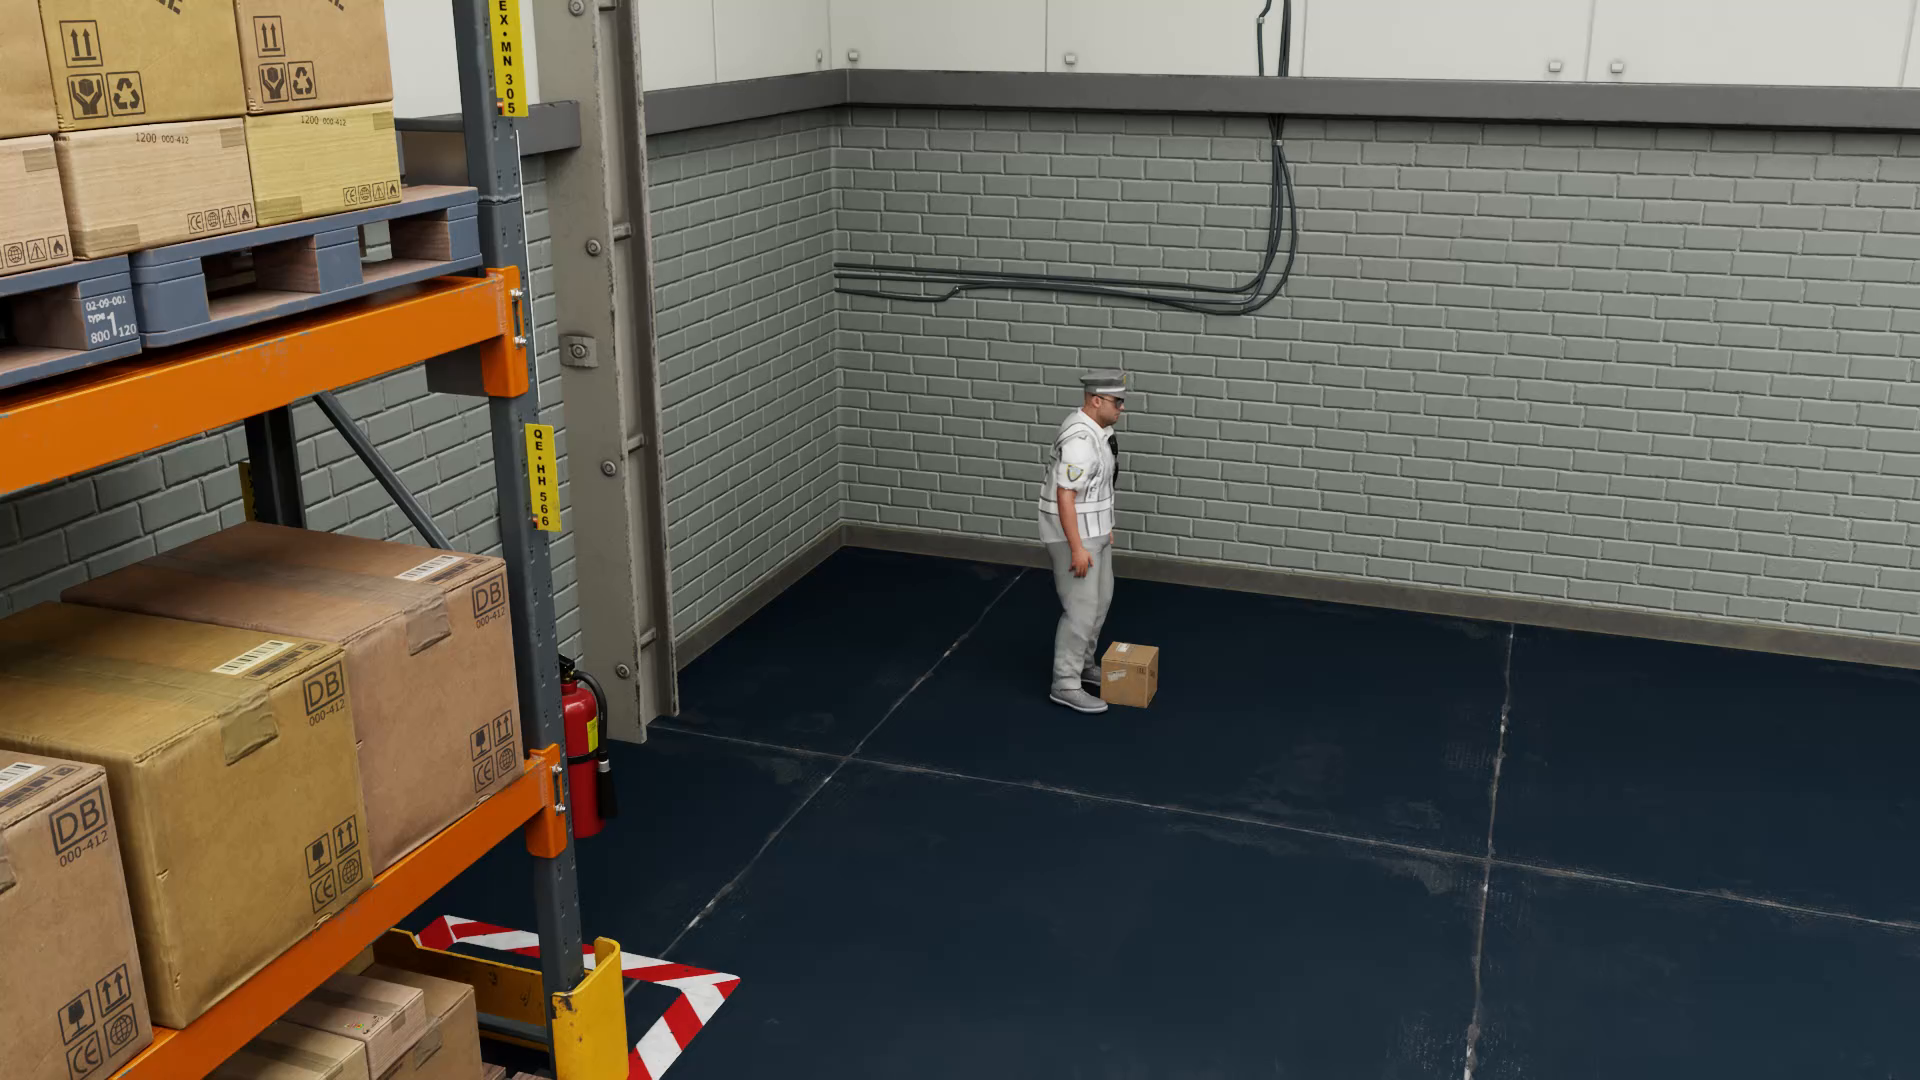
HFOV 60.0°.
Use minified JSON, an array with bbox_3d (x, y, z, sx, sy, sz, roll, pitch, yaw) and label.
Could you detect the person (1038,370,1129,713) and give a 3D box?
[{"bbox_3d":[0.635,-0.025,8.627,0.432,1.746,0.585,6,20,18],"label":"person"}]
